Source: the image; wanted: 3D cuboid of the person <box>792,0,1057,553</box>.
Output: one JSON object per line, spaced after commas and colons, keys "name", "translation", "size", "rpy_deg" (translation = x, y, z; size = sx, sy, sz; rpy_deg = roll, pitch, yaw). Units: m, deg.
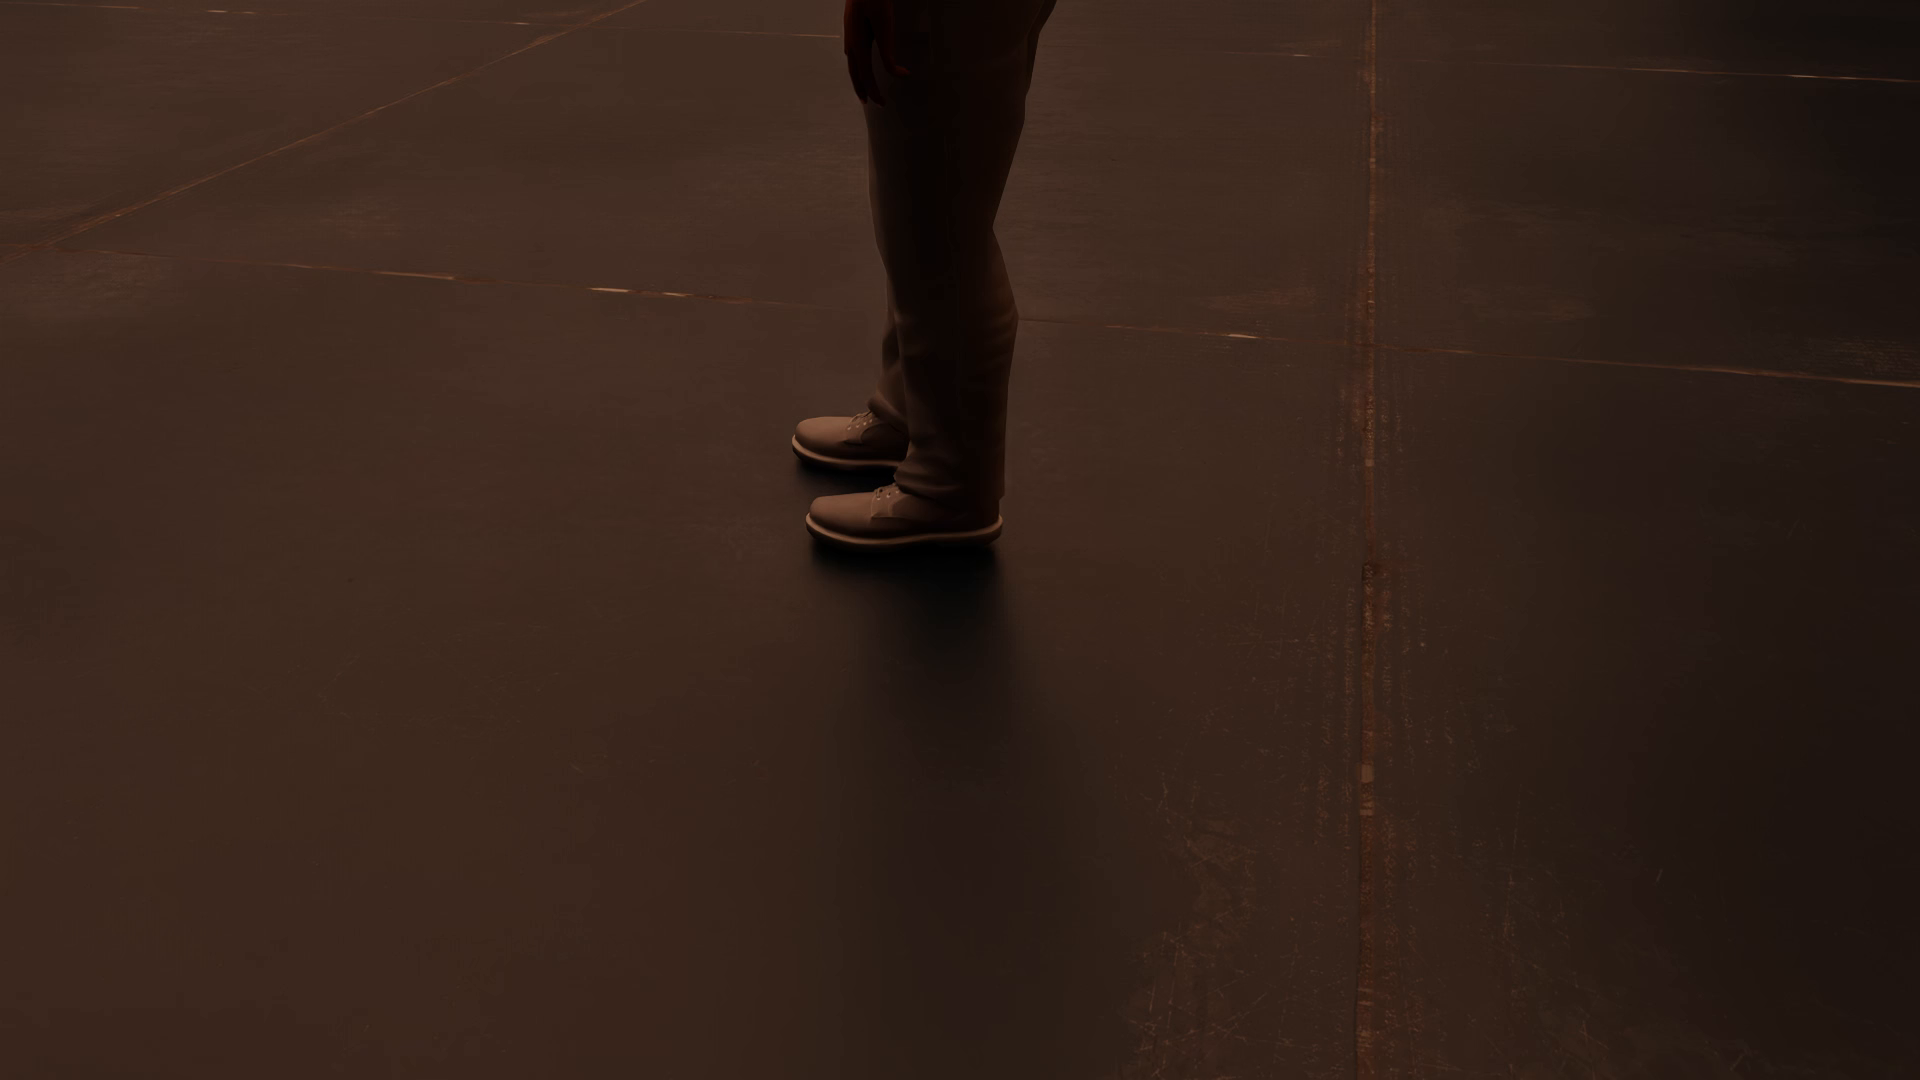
{"name": "person", "translation": [-0.070, -0.779, 2.147], "size": [0.527, 1.694, 0.569], "rpy_deg": [6, 27, 11]}
